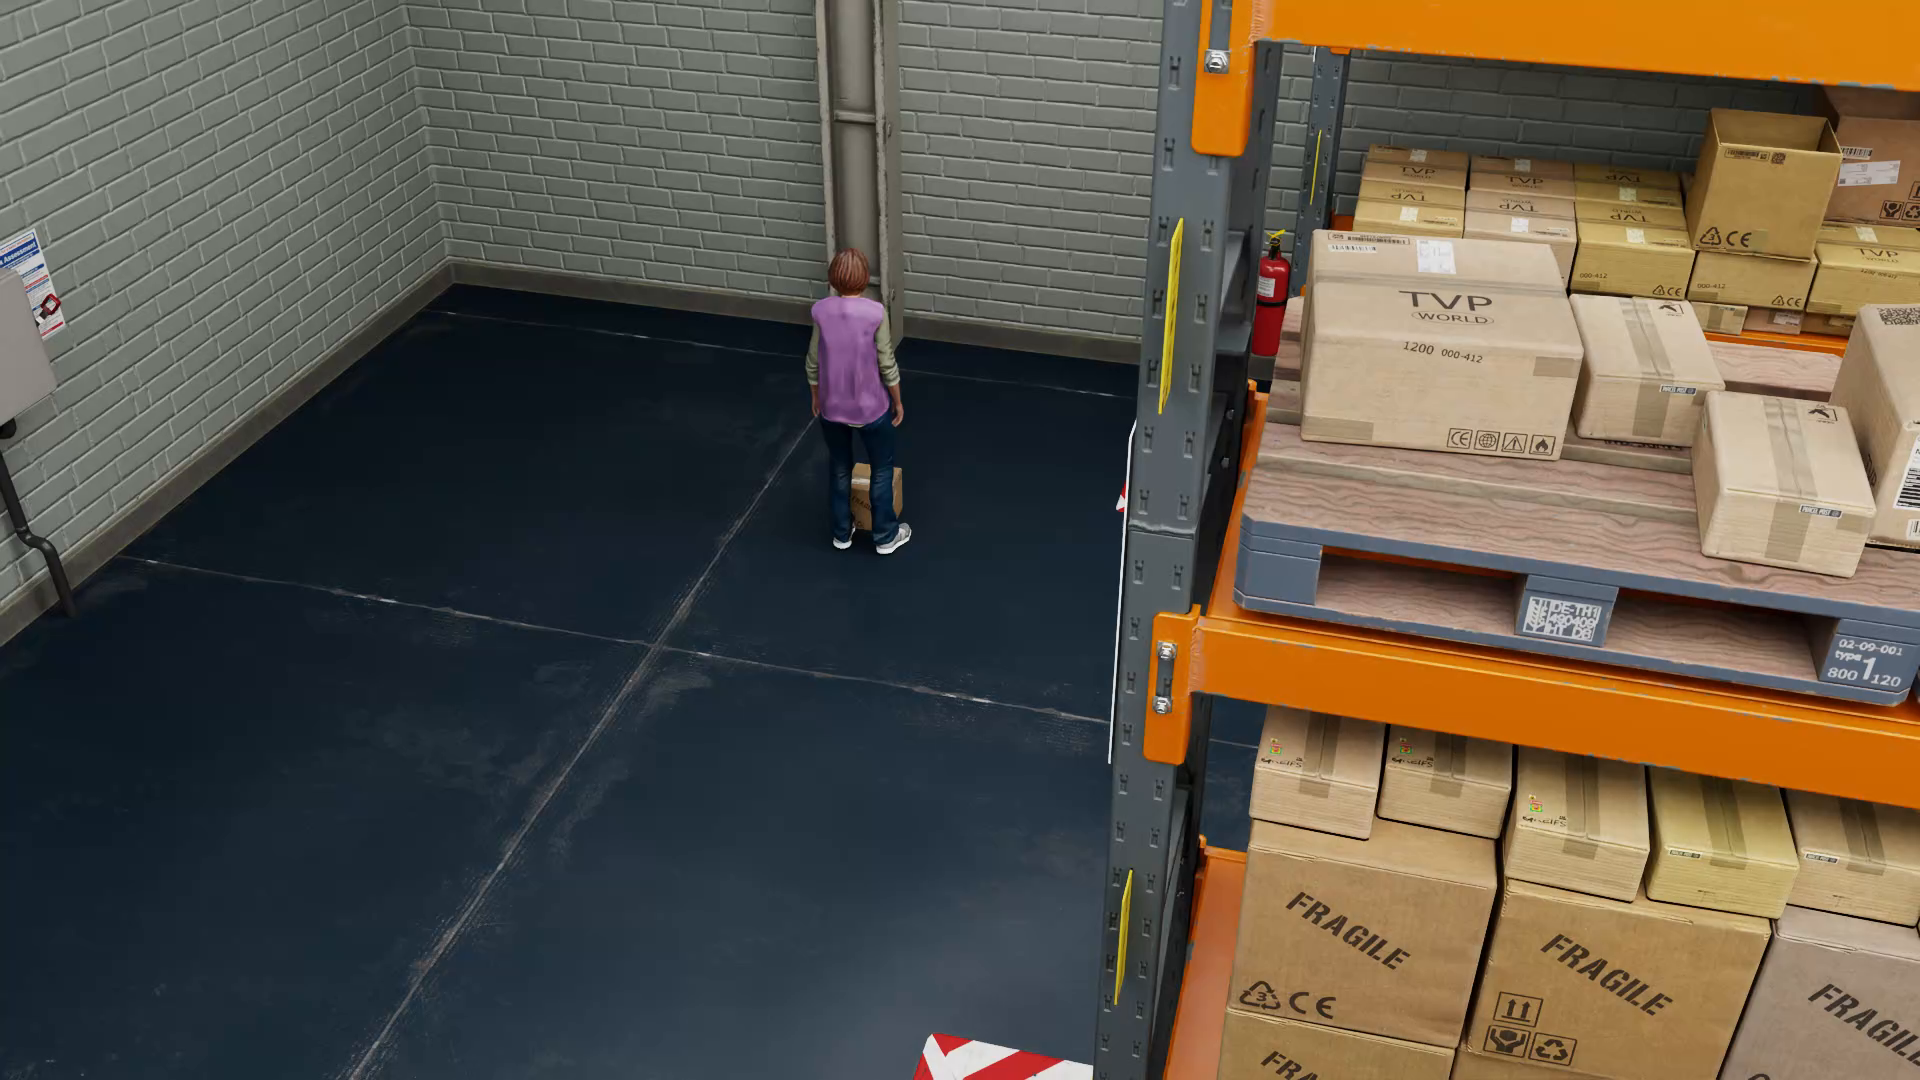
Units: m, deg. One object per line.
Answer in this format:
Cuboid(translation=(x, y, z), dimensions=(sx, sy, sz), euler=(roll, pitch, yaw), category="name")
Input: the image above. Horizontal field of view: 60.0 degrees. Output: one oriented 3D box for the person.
Cuboid(translation=(-0.510, -0.655, 8.147), dimensions=(0.477, 1.593, 0.347), euler=(7, 34, 11), category="person")
